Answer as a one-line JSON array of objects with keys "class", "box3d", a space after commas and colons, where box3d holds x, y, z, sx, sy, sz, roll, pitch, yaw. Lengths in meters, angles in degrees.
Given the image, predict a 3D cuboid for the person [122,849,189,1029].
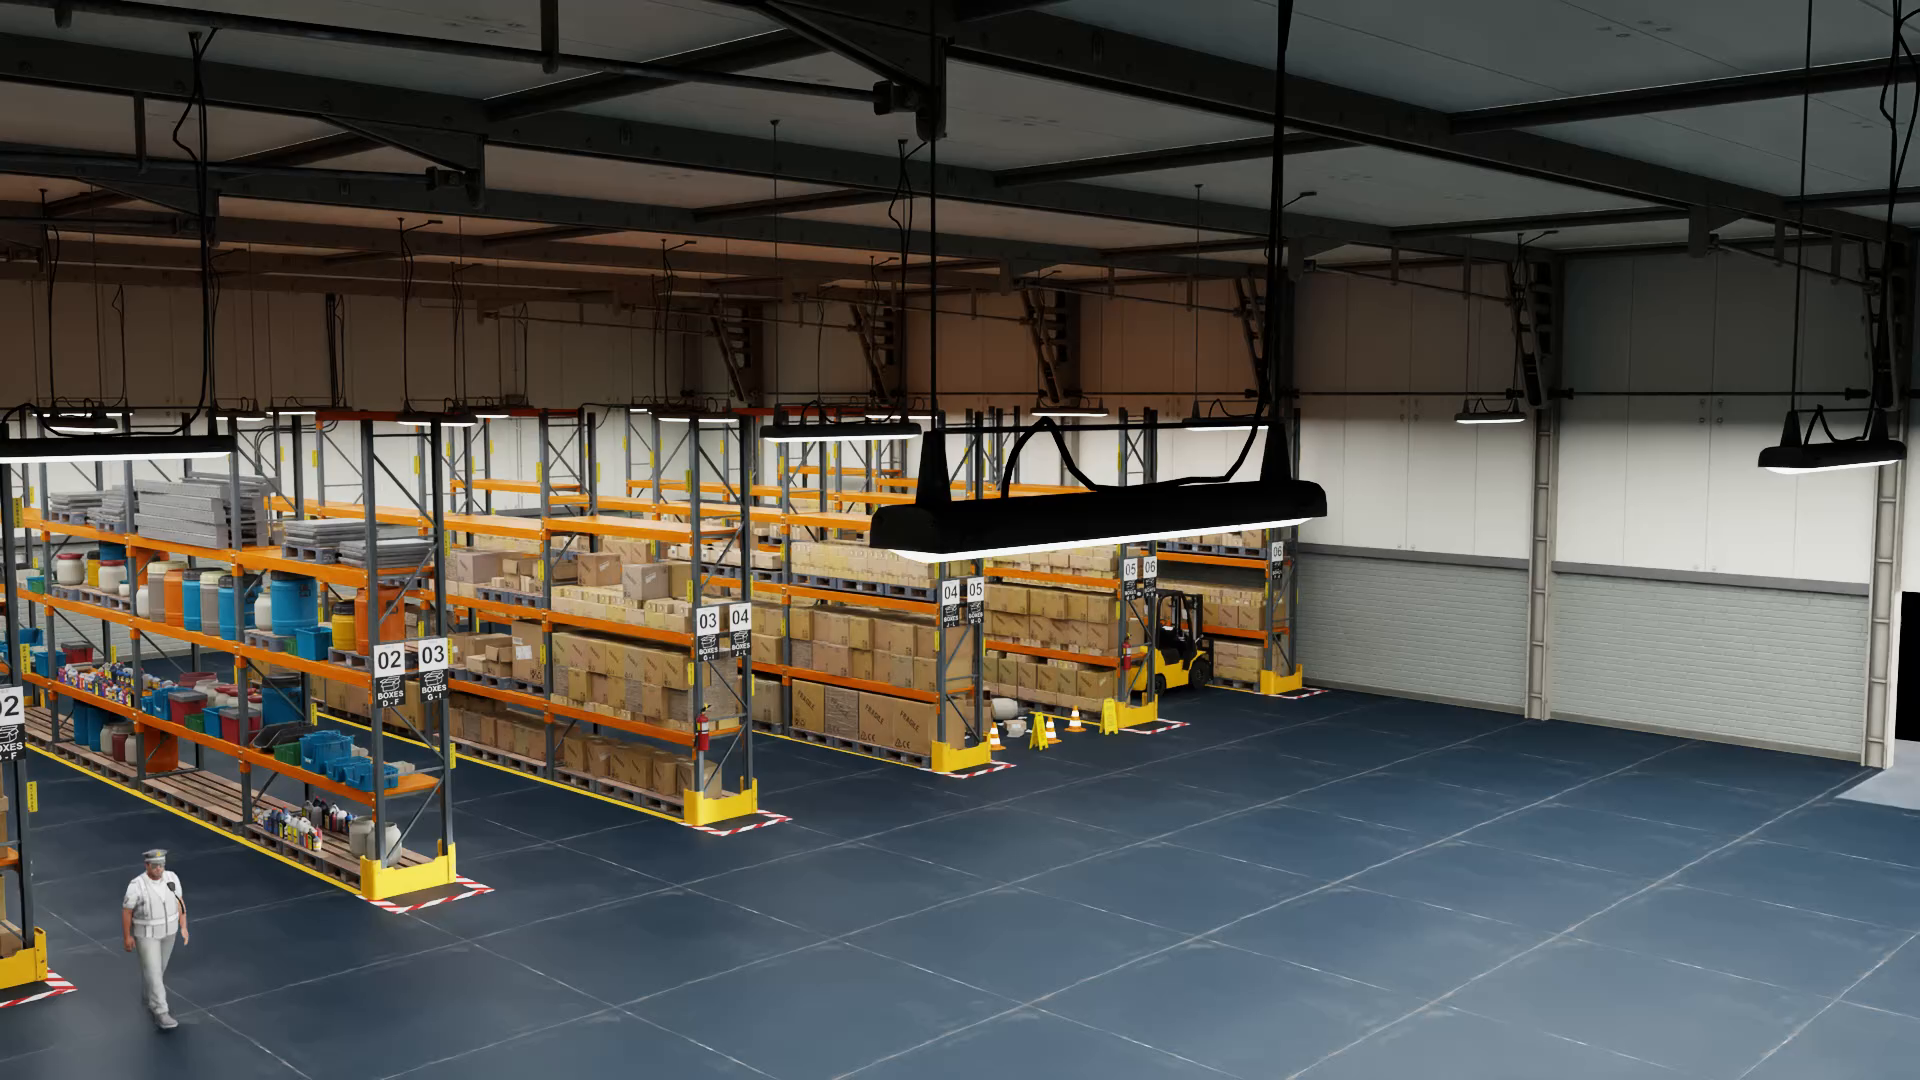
[{"class": "person", "box3d": [-8.073, 3.964, 16.795, 0.983, 1.710, 0.547, 3, 6, 31]}]
